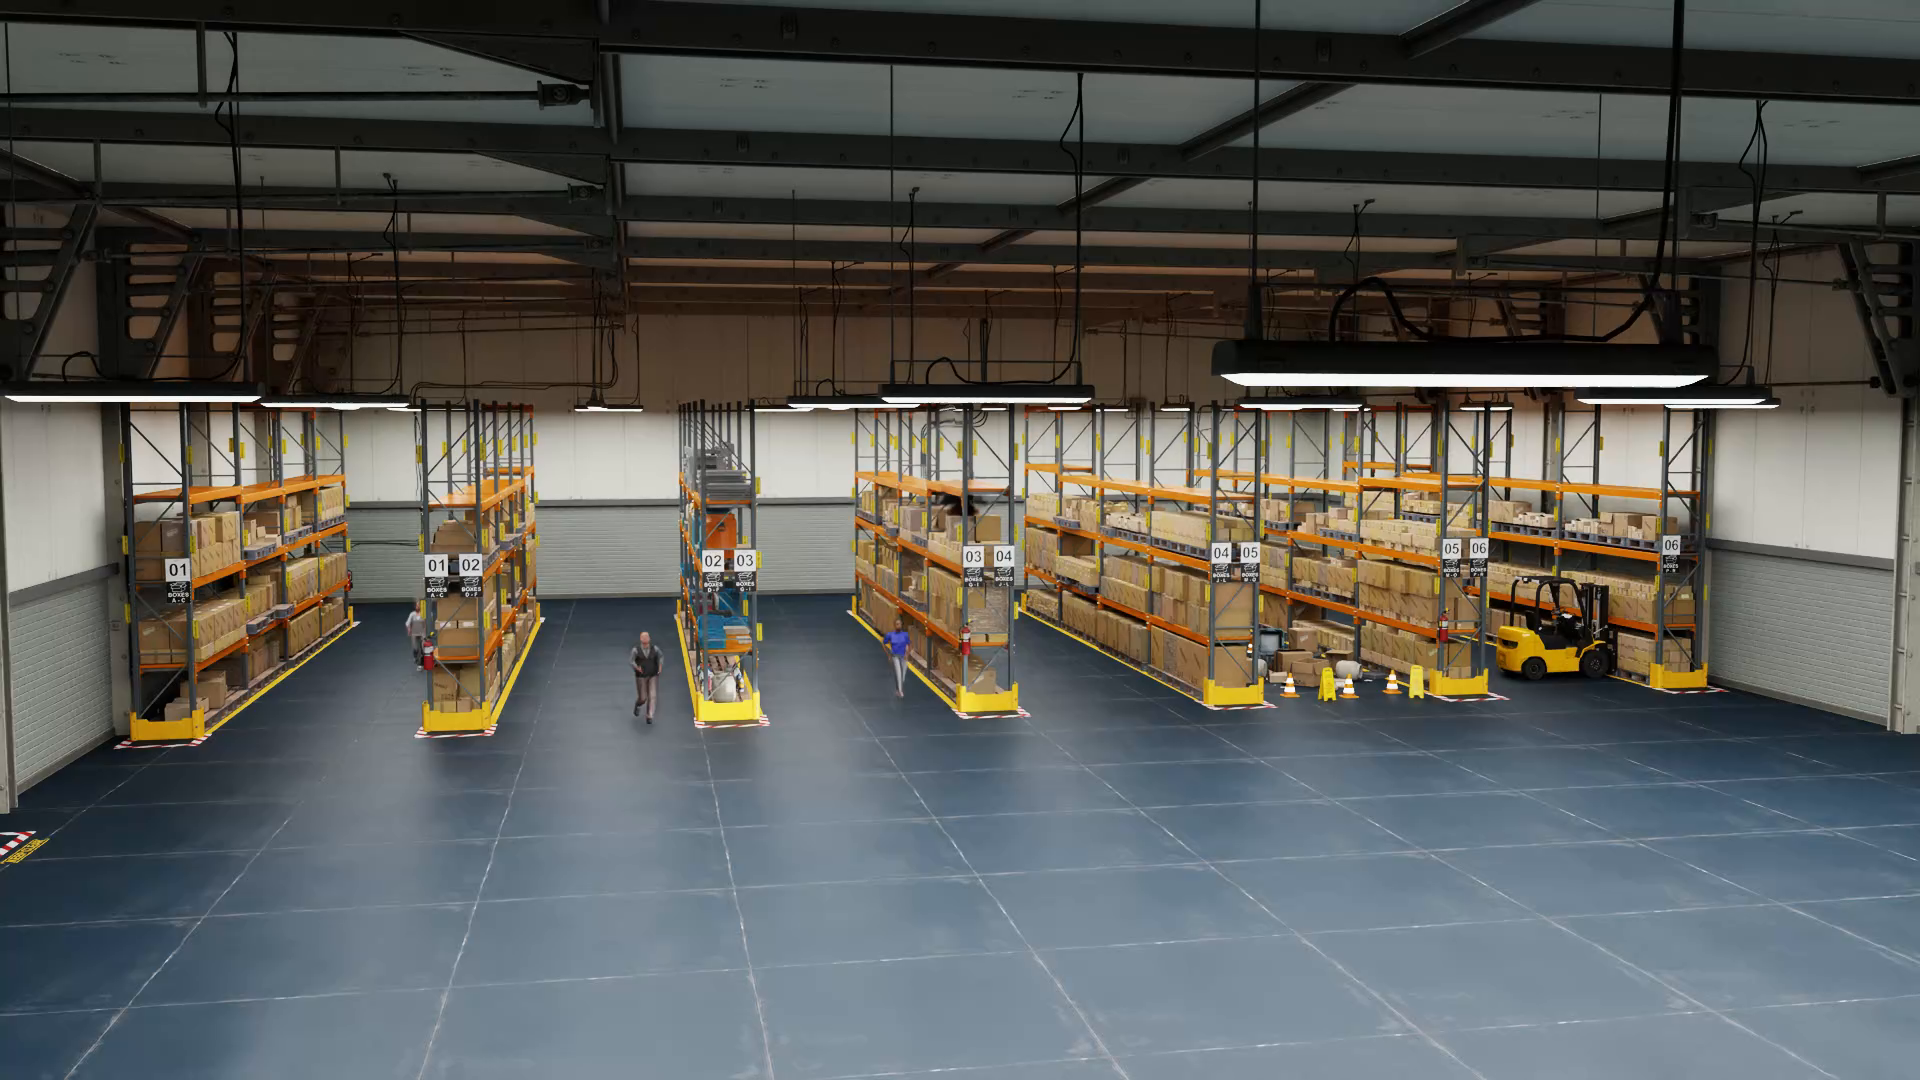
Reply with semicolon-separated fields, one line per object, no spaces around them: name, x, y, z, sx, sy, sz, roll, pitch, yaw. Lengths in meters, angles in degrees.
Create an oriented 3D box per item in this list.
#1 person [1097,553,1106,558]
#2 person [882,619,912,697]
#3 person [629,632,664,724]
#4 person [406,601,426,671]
person;4.271;1.125;50.116;0.586;1.659;0.617;-1;5;-18
person;-1.218;2.331;32.474;0.582;1.581;0.800;-1;4;-16
person;-5.804;2.562;30.937;0.678;1.662;0.799;-1;5;-17
person;-12.100;2.146;37.153;0.531;1.557;0.535;-1;5;-17
